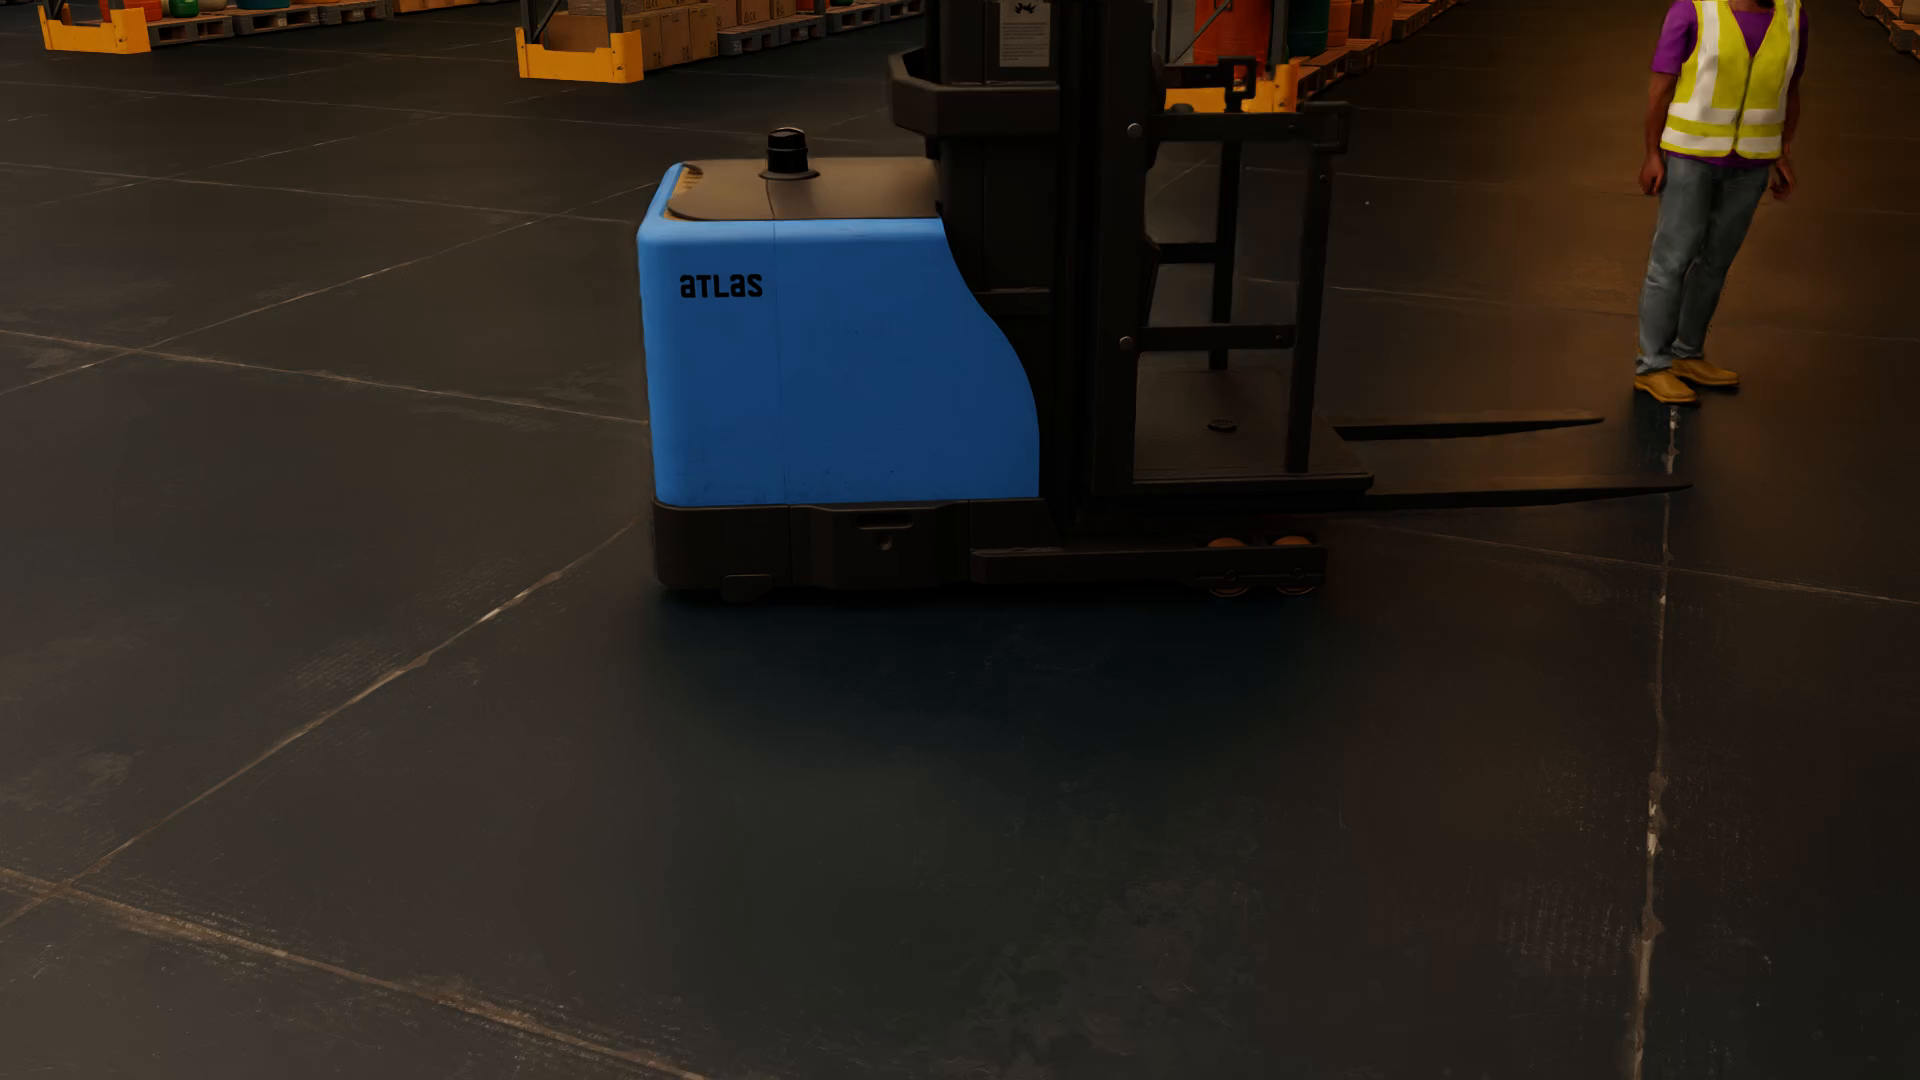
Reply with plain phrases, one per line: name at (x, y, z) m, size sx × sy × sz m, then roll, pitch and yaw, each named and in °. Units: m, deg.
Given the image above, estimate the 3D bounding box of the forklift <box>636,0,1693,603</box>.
forklift at (0.629, -1.392, 4.622) m, size 3.031 × 2.935 × 1.130 m, roll -2°, pitch 23°, yaw -4°

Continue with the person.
person at (2.837, -1.399, 6.156) m, size 0.560 × 1.769 × 0.485 m, roll 1°, pitch 23°, yaw 2°
